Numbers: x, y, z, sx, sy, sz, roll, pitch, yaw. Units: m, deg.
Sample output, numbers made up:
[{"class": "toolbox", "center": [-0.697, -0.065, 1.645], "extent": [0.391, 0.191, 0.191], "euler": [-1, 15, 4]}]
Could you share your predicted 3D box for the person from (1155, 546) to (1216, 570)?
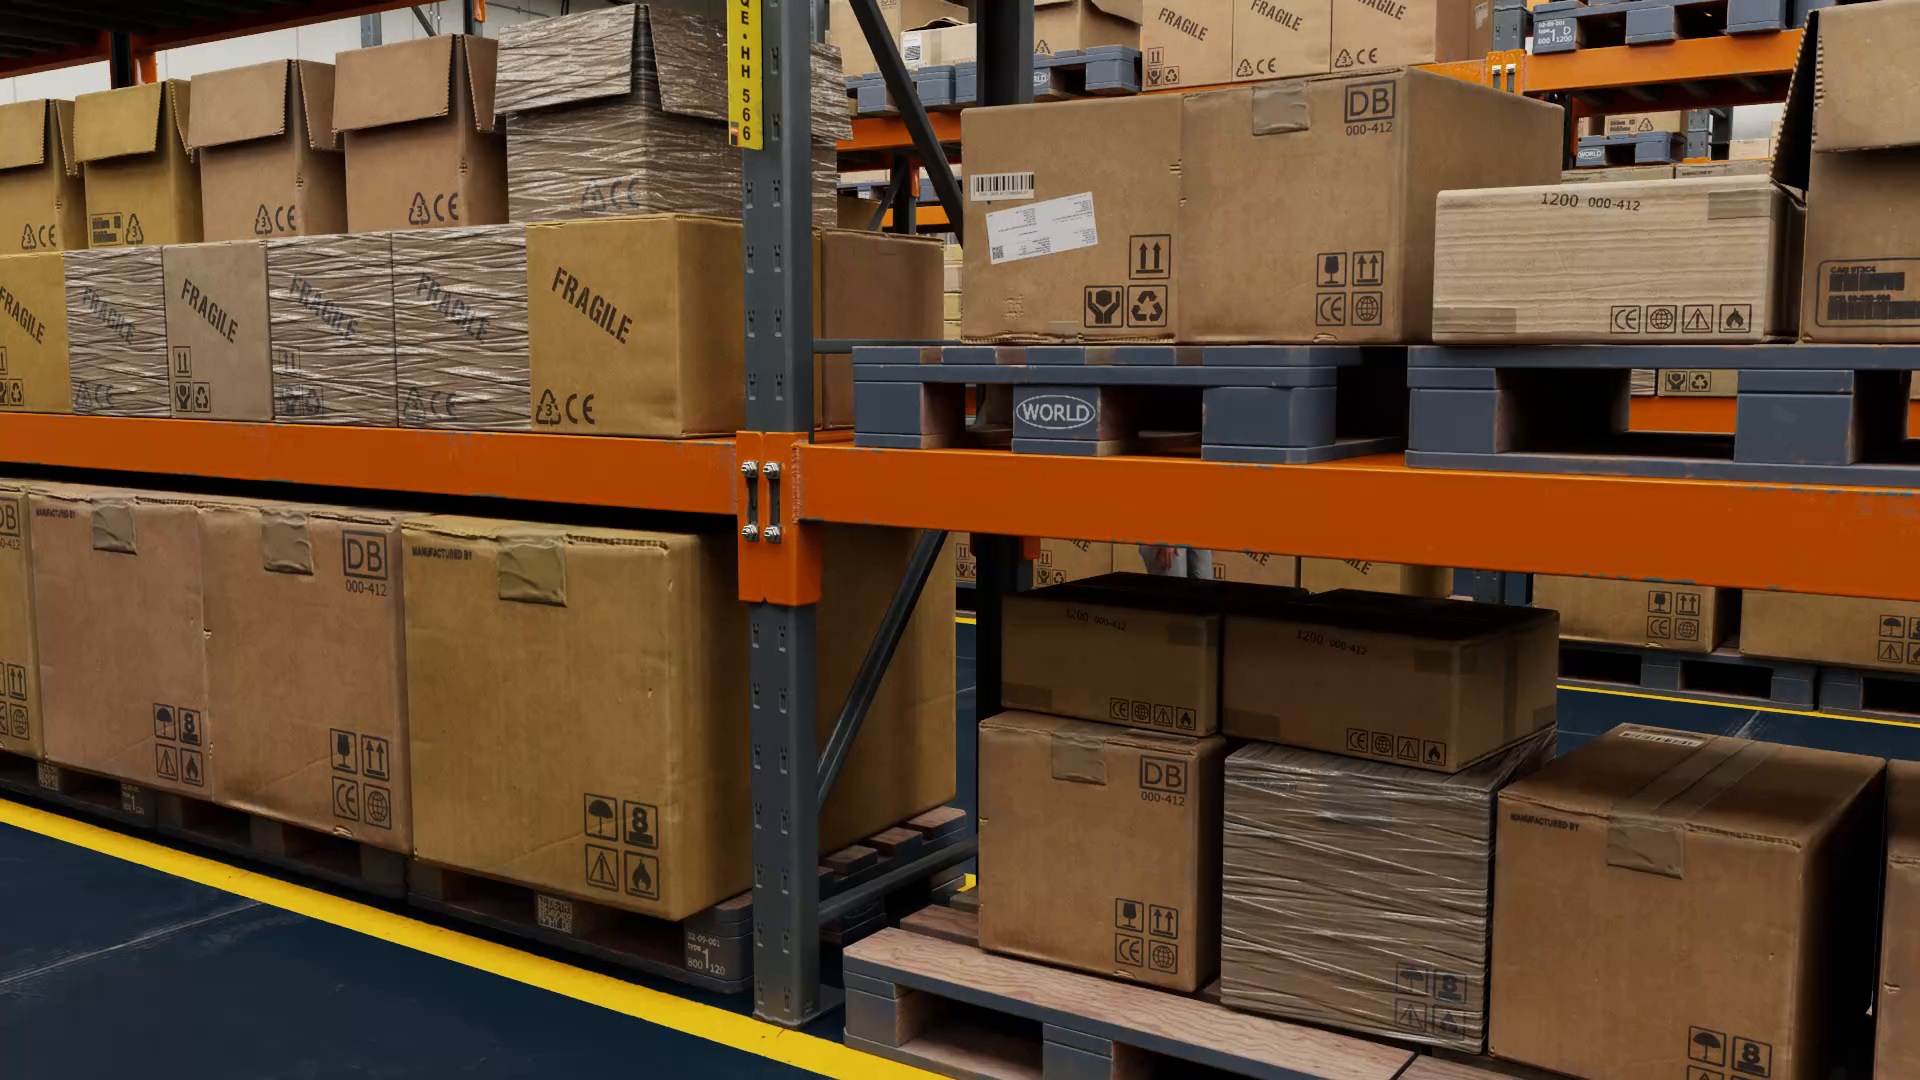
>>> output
[{"class": "person", "center": [0.839, -0.010, 6.337], "extent": [0.348, 1.581, 0.457], "euler": [4, 8, 33]}]
